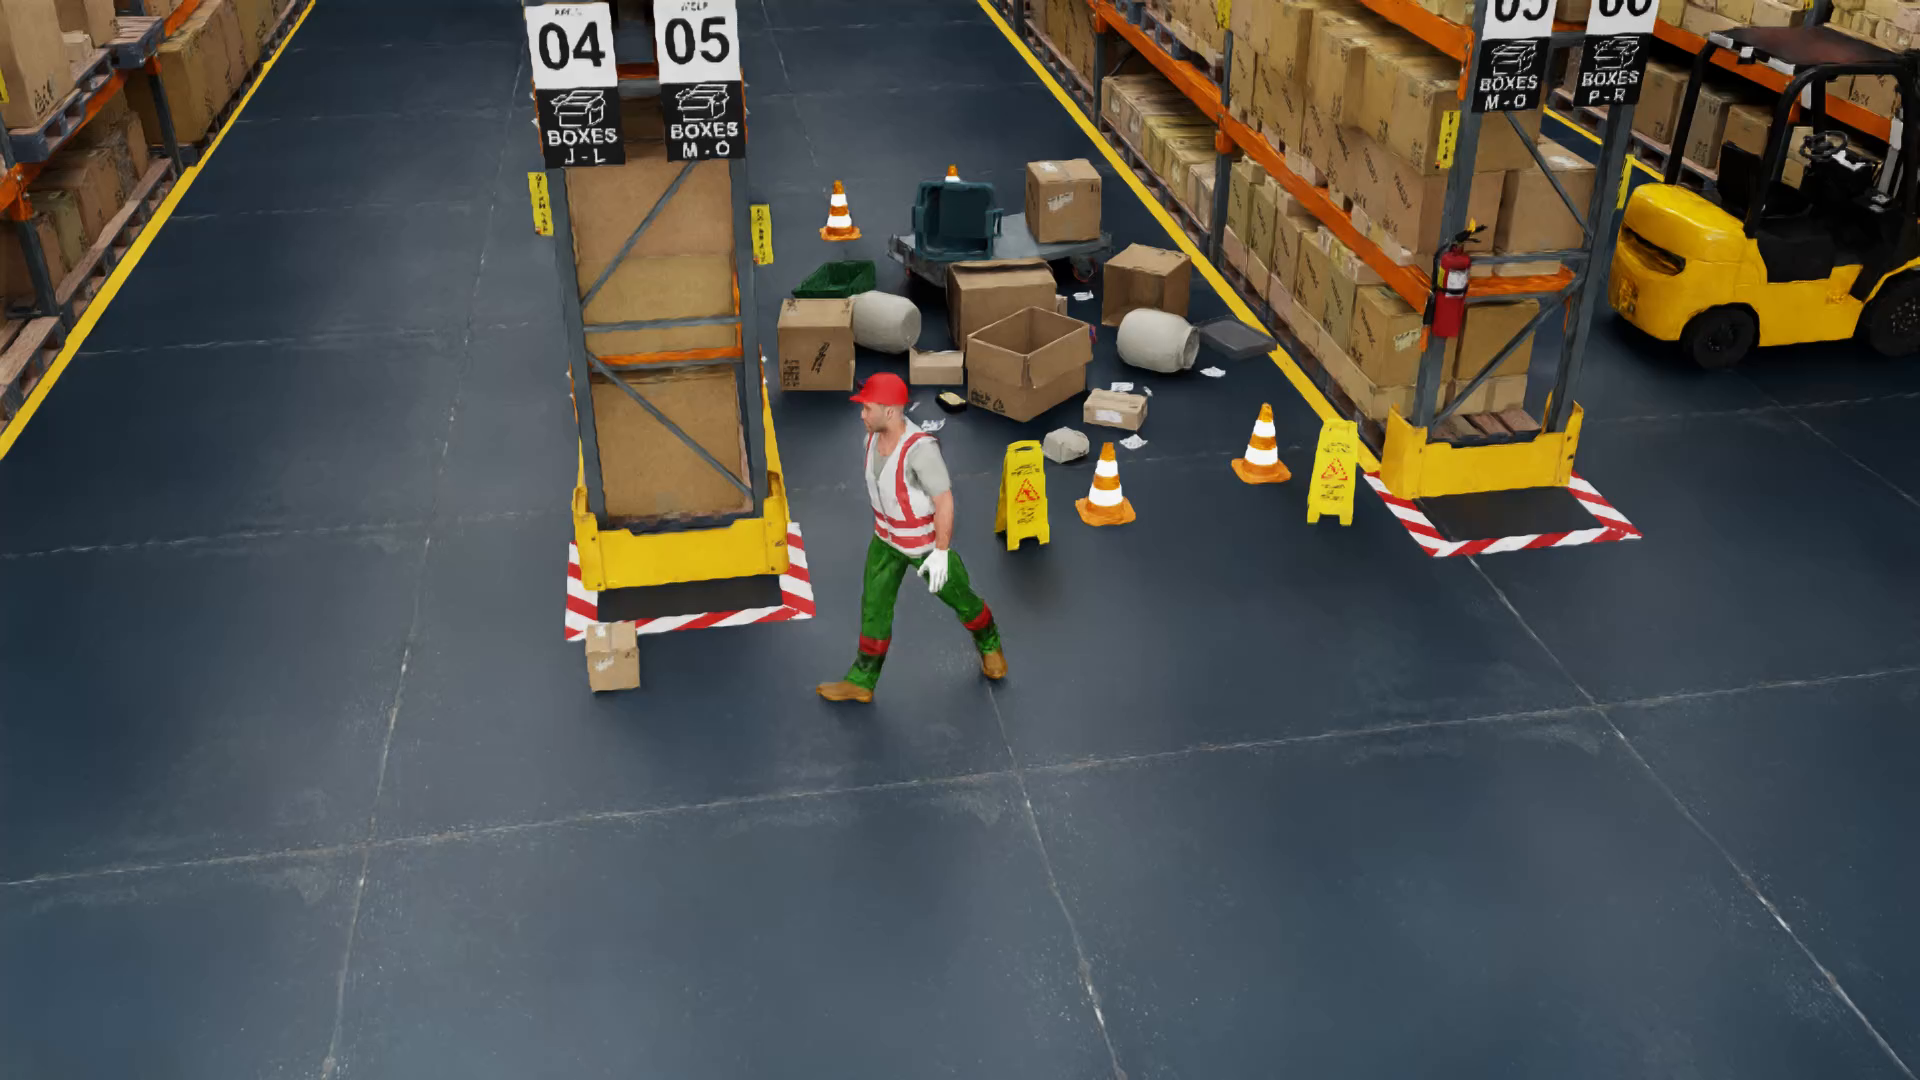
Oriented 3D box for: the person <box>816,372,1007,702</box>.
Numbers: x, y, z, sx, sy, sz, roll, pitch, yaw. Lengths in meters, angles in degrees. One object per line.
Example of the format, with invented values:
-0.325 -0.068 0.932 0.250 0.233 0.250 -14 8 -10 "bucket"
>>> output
-0.235 -0.002 8.166 0.965 1.751 0.680 -26 39 -37 "person"
